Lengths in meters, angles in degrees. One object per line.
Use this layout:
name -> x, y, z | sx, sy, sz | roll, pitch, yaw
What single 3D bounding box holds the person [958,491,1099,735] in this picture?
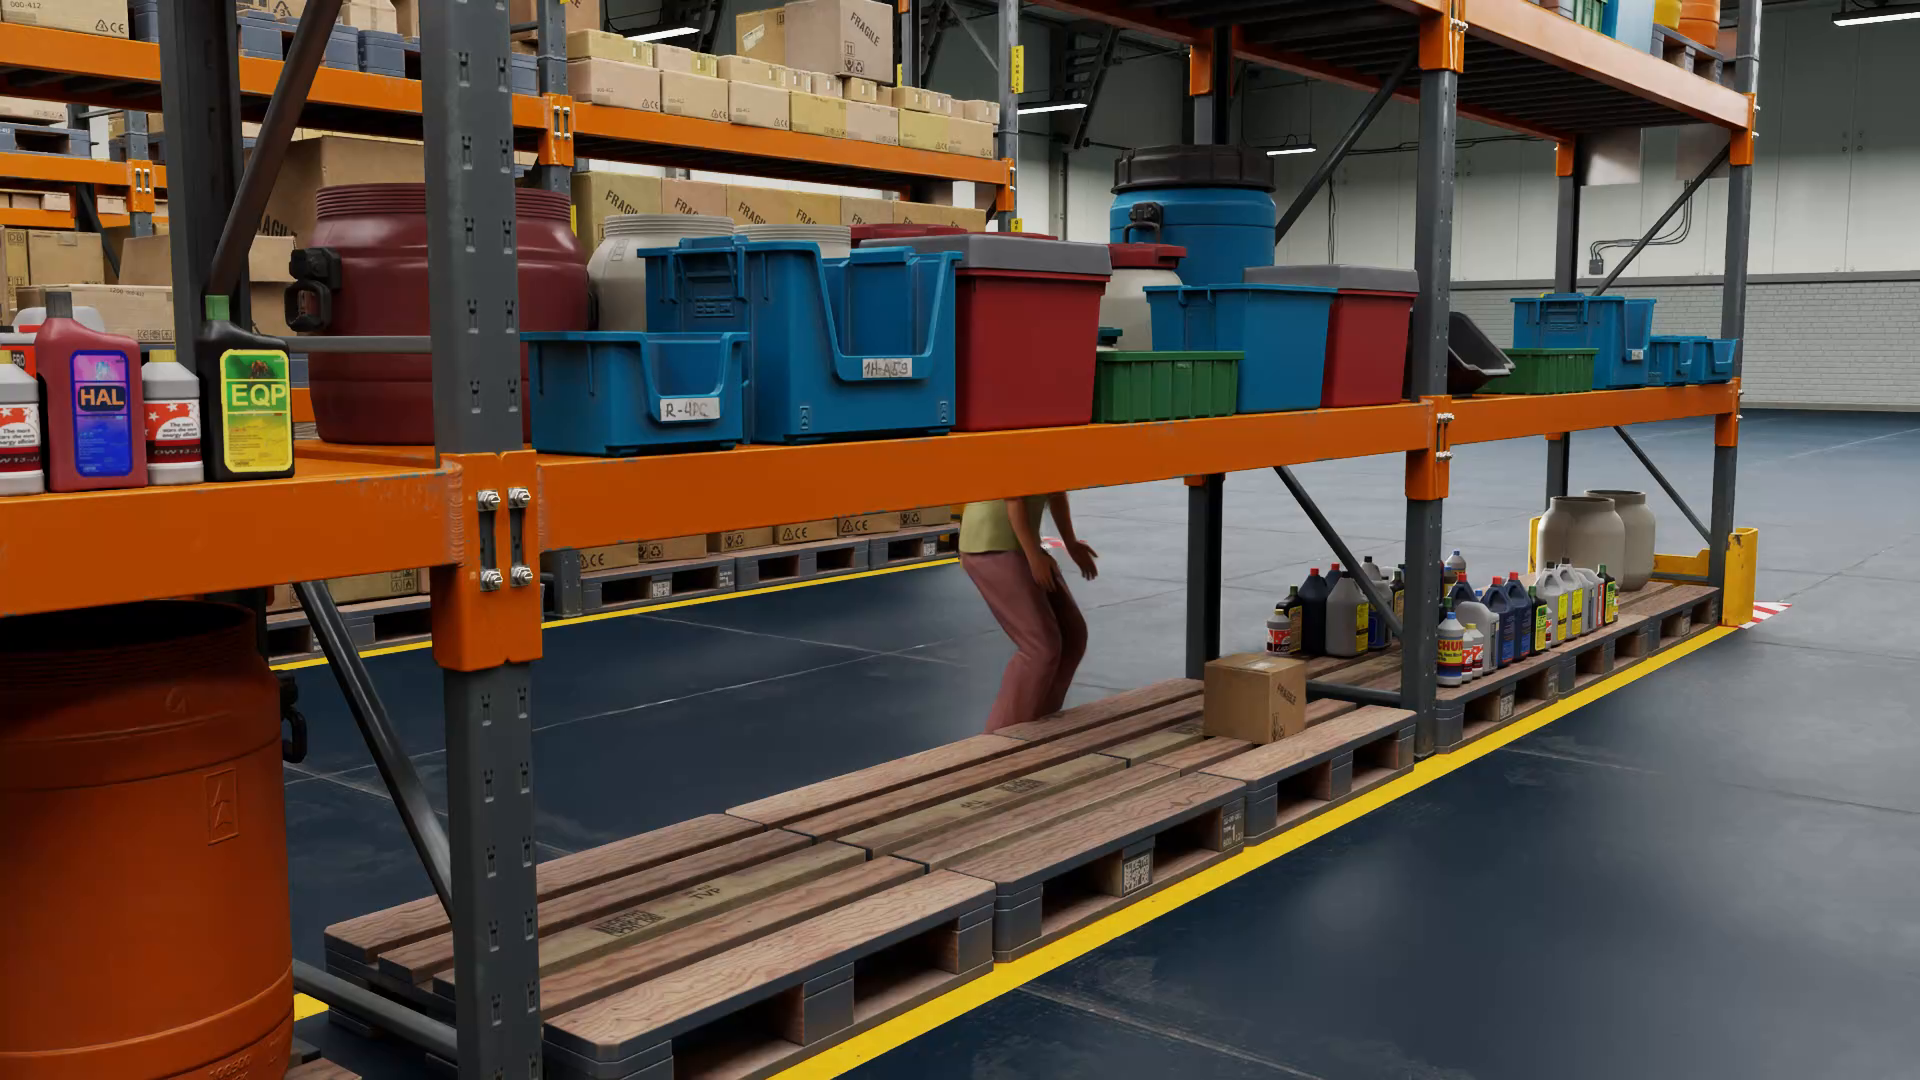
person -> 0.260, 0.048, 5.887 | 0.490, 1.555, 0.490 | 3, 7, 24
